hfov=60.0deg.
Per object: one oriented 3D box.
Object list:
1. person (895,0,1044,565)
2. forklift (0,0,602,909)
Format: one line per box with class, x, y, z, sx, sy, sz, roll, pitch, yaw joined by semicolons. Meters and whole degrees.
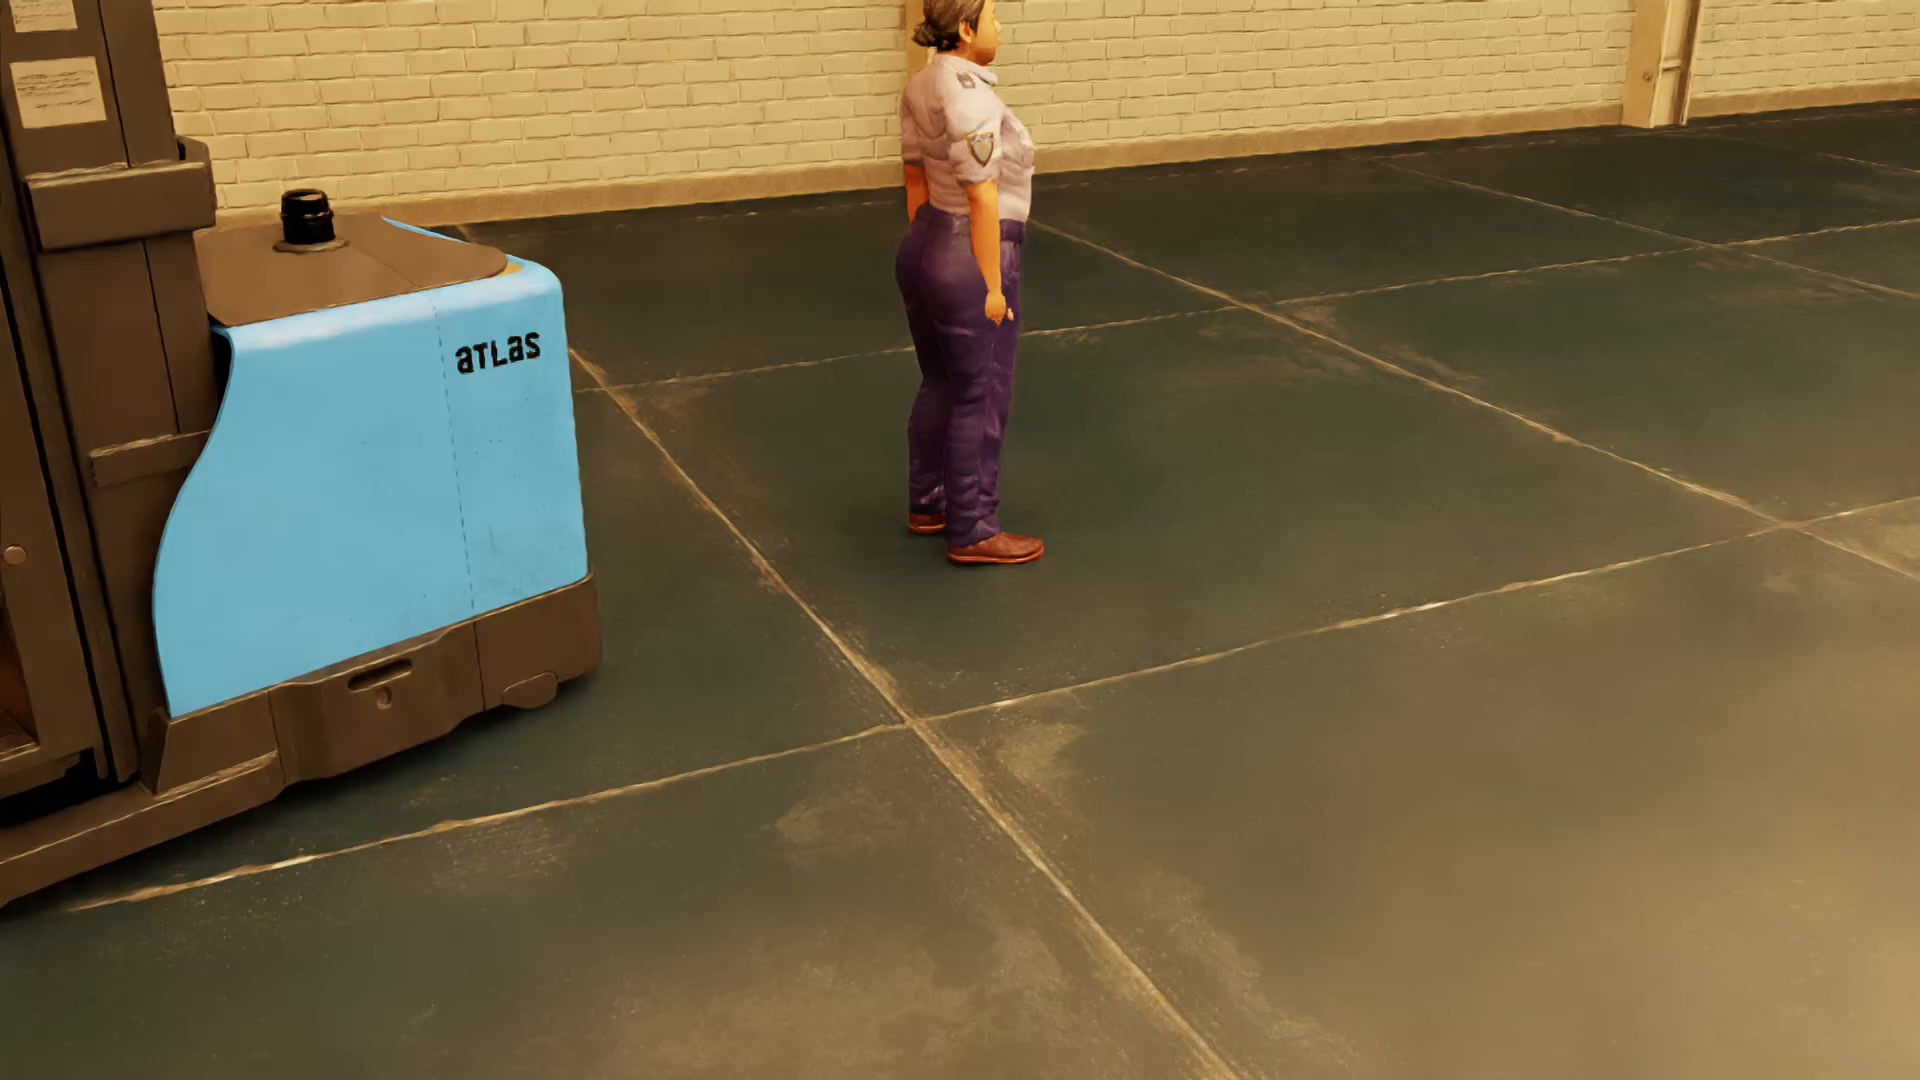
person;0.017;-0.753;4.793;0.349;1.639;0.480;-10;25;-23
forklift;-2.299;-0.715;3.006;1.130;2.935;3.031;21;30;41
